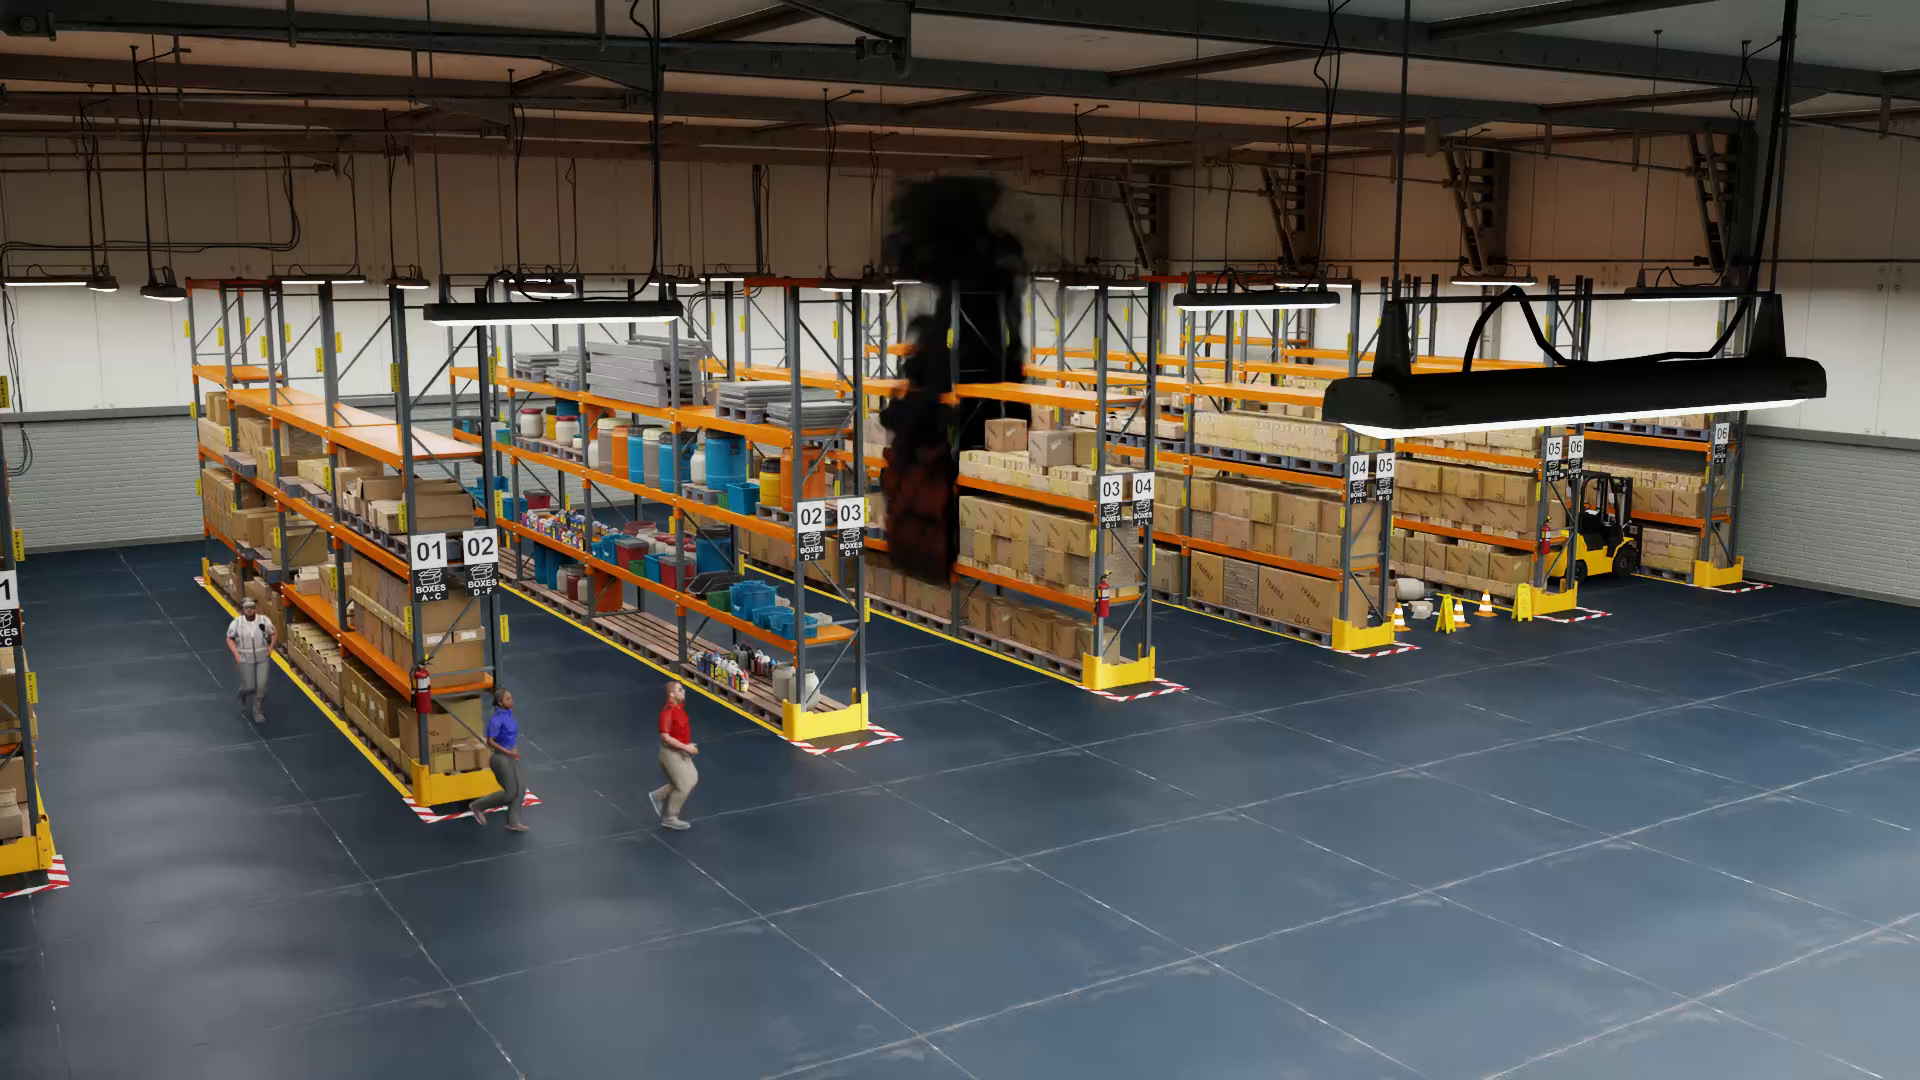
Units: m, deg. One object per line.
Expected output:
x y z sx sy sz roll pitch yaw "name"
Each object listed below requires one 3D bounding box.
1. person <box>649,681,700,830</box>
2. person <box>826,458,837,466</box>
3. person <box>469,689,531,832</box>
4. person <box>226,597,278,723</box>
-3.219 2.404 18.696 0.620 1.686 0.698 0 10 -1 "person"
-3.114 -1.300 40.565 0.713 1.710 0.595 2 10 10 "person"
-5.147 2.469 18.539 0.653 1.657 0.594 0 10 -2 "person"
-9.796 1.637 23.083 0.653 1.758 0.647 -6 11 -30 "person"
